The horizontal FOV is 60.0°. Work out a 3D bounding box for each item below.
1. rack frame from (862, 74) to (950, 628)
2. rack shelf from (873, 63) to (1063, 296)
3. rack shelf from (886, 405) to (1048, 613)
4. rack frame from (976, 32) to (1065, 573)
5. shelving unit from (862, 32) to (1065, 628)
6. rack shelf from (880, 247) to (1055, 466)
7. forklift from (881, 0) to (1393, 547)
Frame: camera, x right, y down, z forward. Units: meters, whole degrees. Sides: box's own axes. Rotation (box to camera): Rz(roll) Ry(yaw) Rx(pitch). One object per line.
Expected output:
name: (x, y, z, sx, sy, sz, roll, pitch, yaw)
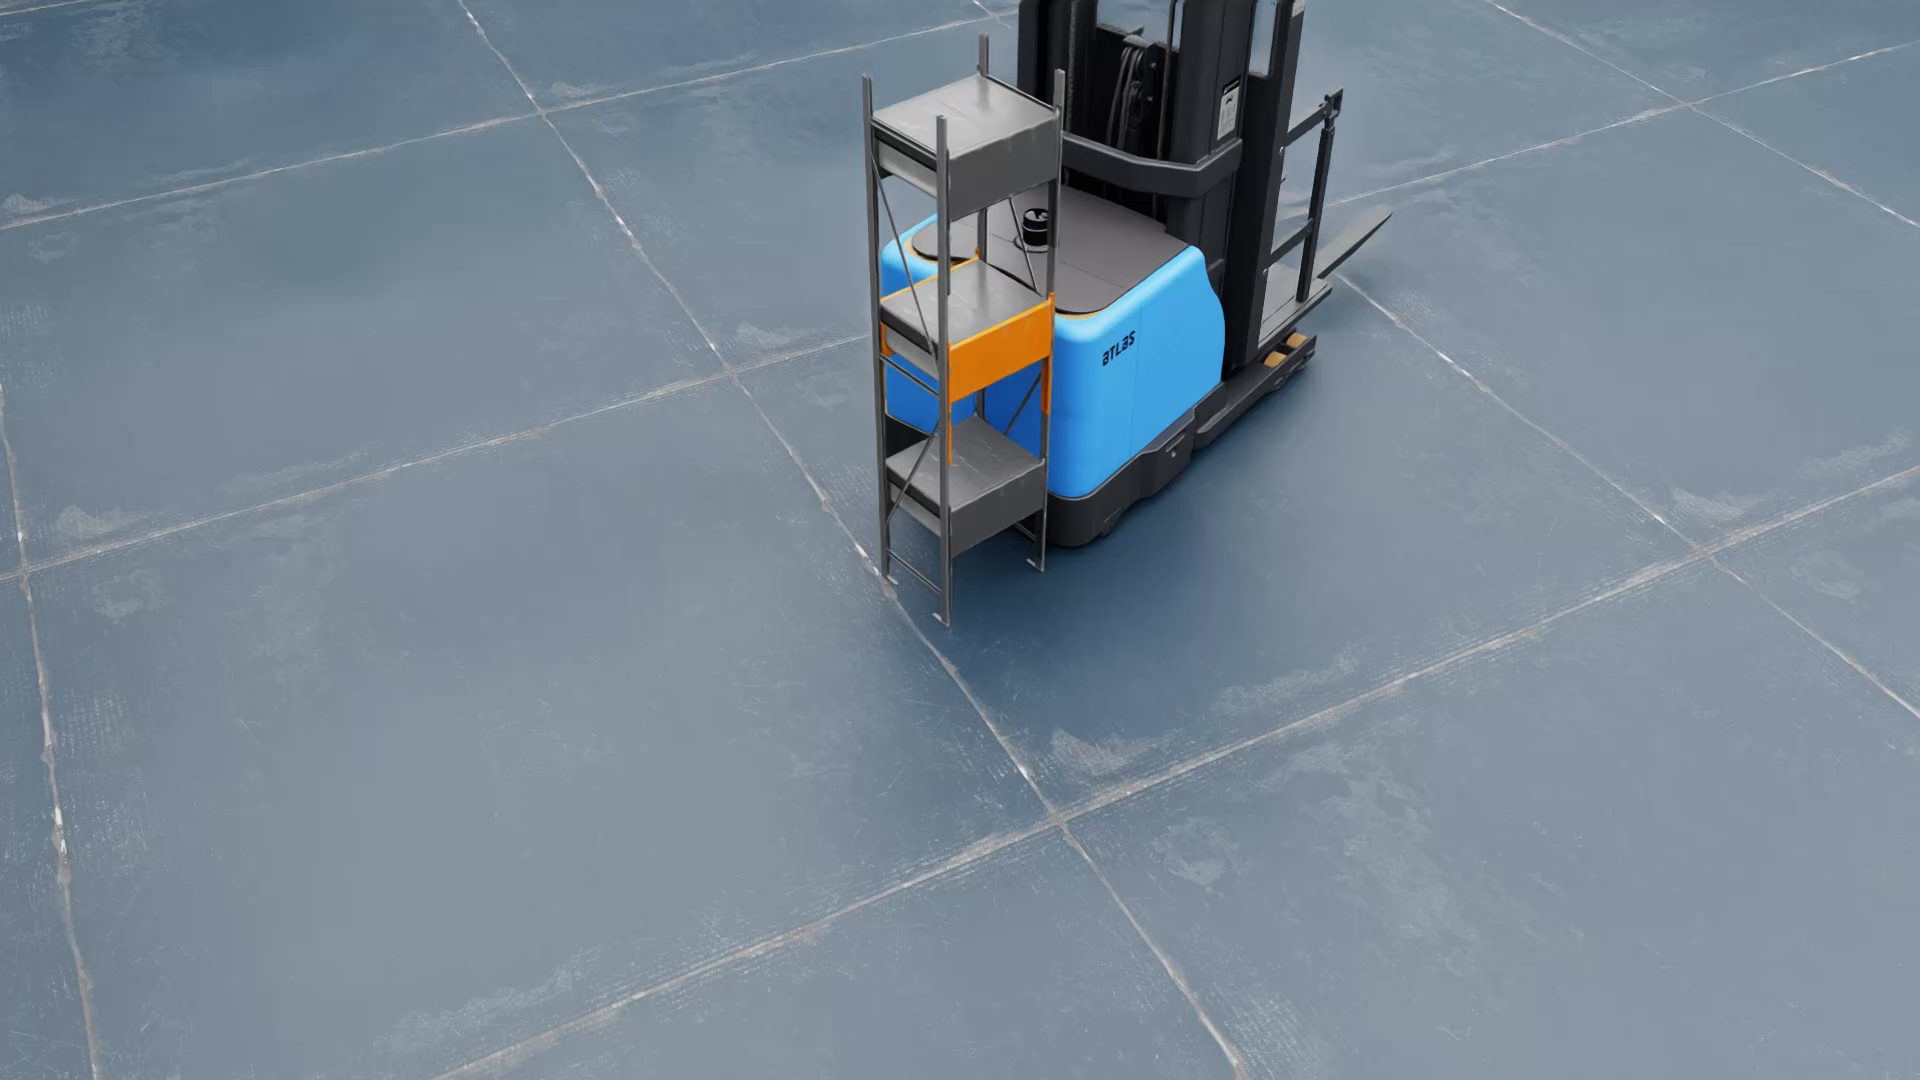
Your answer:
rack frame: (-0.174, -0.566, 5.793, 0.015, 2.100, 0.400, -29, 48, -30)
rack shelf: (0.012, -1.192, 5.470, 0.480, 0.518, 0.431, -29, 48, -30)
rack shelf: (0.012, -0.123, 6.375, 0.480, 0.518, 0.431, -29, 48, -30)
rack frame: (0.198, -0.770, 6.035, 0.015, 2.100, 0.400, -29, 48, -30)
shelving unit: (0.012, -0.668, 5.914, 0.503, 2.100, 0.431, -29, 48, -30)
rack shelf: (0.012, -0.658, 5.923, 0.480, 0.518, 0.431, -29, 48, -30)
forklift: (0.984, -1.986, 6.827, 1.130, 2.935, 3.031, 27, 47, 28)
